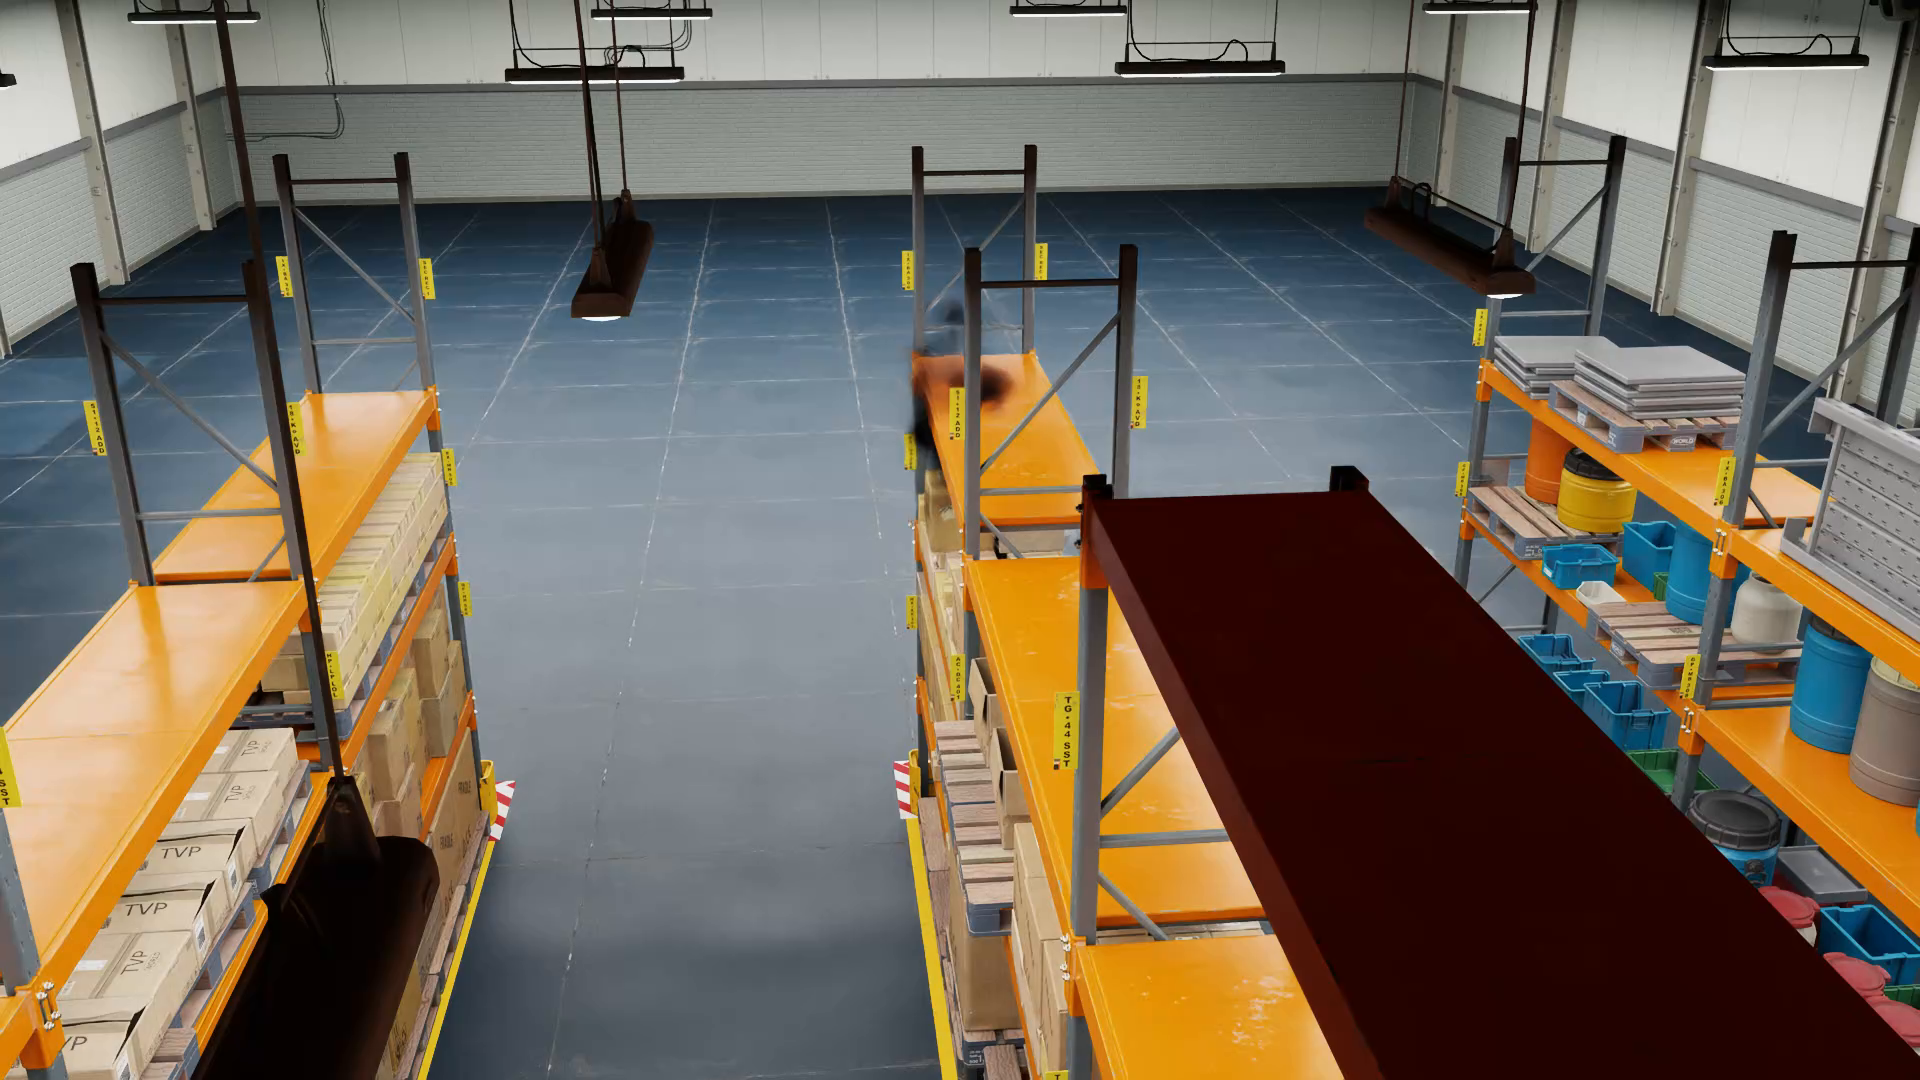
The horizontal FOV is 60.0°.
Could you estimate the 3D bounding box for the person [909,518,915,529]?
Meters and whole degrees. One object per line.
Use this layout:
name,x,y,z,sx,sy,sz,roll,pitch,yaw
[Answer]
person,-0.233,0.090,19.042,0.702,1.828,0.682,9,23,22
